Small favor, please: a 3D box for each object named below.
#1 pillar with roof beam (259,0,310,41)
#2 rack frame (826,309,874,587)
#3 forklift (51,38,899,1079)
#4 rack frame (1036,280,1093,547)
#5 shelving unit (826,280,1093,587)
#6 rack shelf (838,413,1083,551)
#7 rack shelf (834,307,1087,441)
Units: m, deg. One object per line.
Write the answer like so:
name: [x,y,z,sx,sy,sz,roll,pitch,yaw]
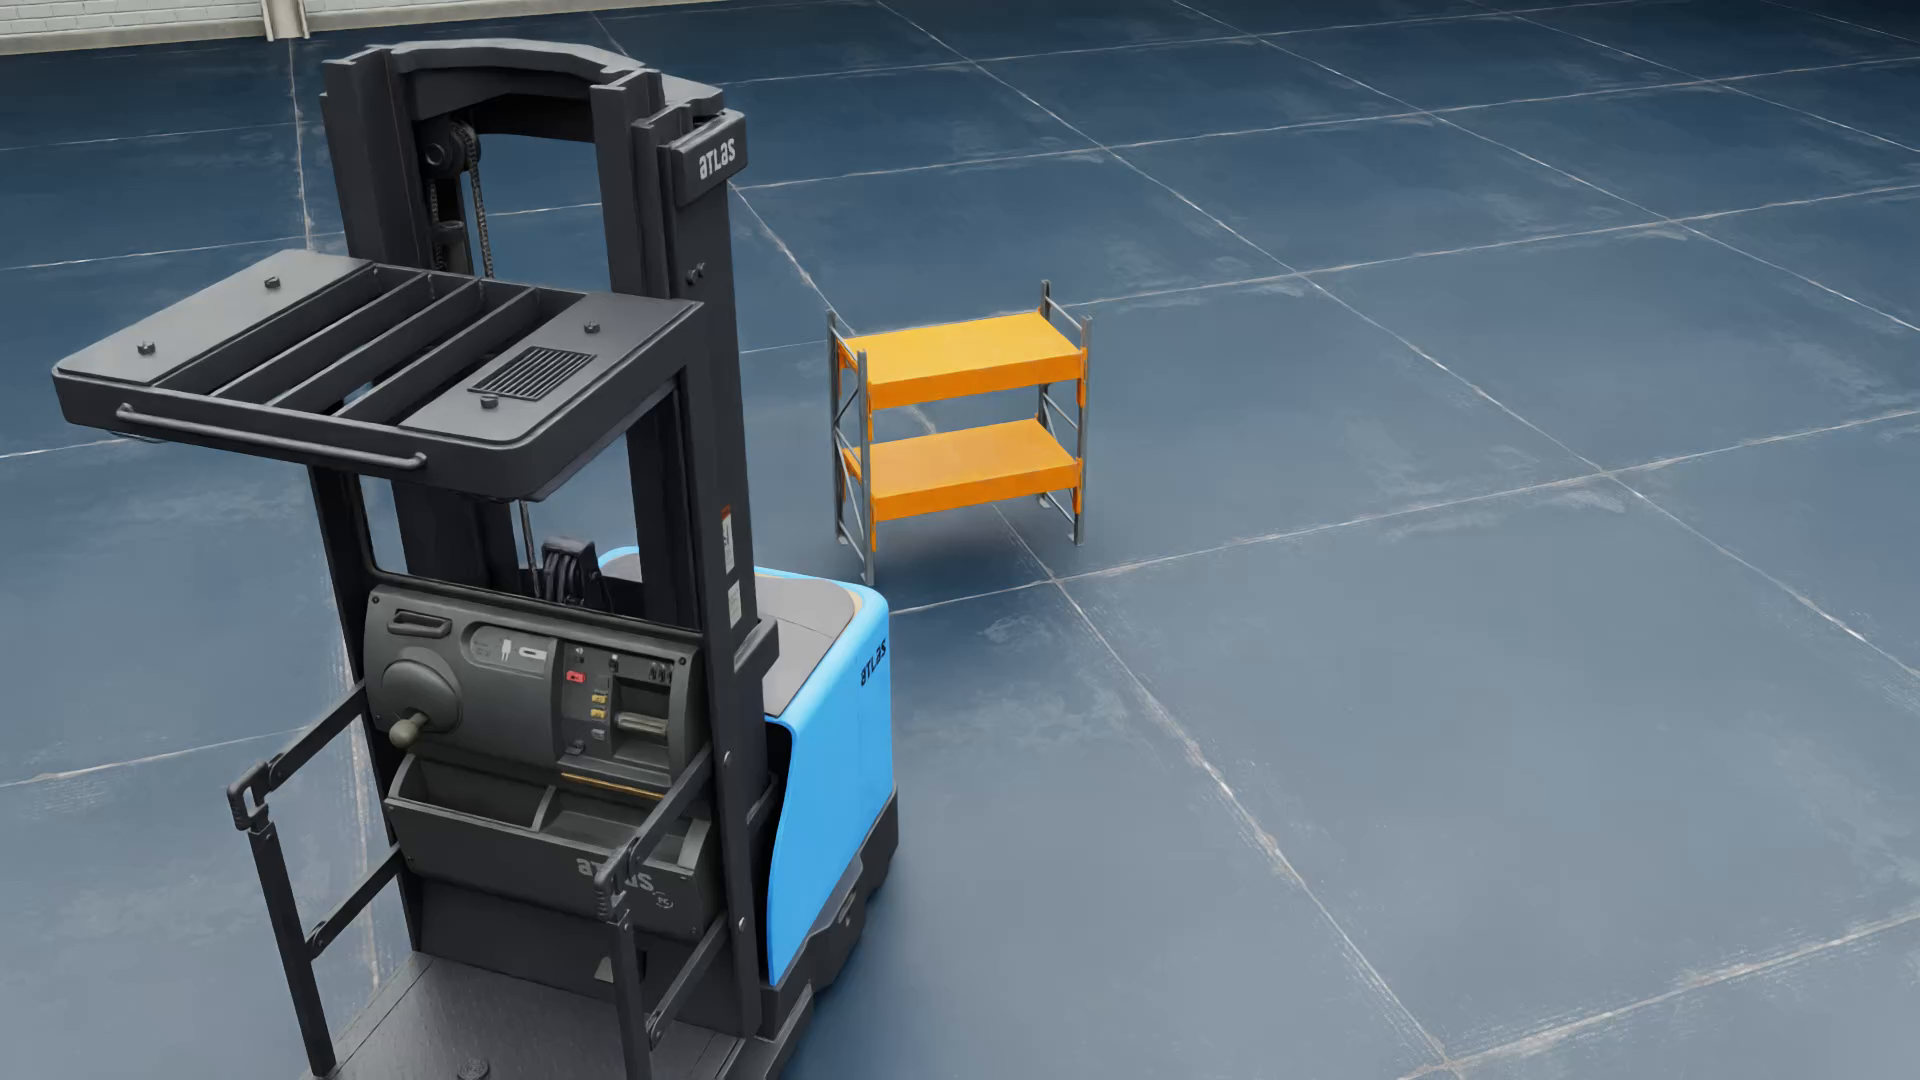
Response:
pillar with roof beam: [-5.180,-6.928,10.819,0.400,9.000,9.100,-10,31,-18]
rack frame: [-0.483,-0.400,7.315,0.032,1.125,0.500,-10,31,-18]
forklift: [-1.169,0.428,4.038,1.130,2.935,3.031,10,31,16]
rack frame: [0.470,-0.575,7.624,0.032,1.125,0.500,-10,31,-18]
shelving unit: [-0.006,-0.488,7.469,1.048,1.125,0.538,-10,31,-18]
rack shelf: [-0.006,-0.275,7.591,1.000,0.278,0.538,-10,31,-18]
rack shelf: [-0.006,-0.742,7.325,1.000,0.278,0.538,-10,31,-18]
